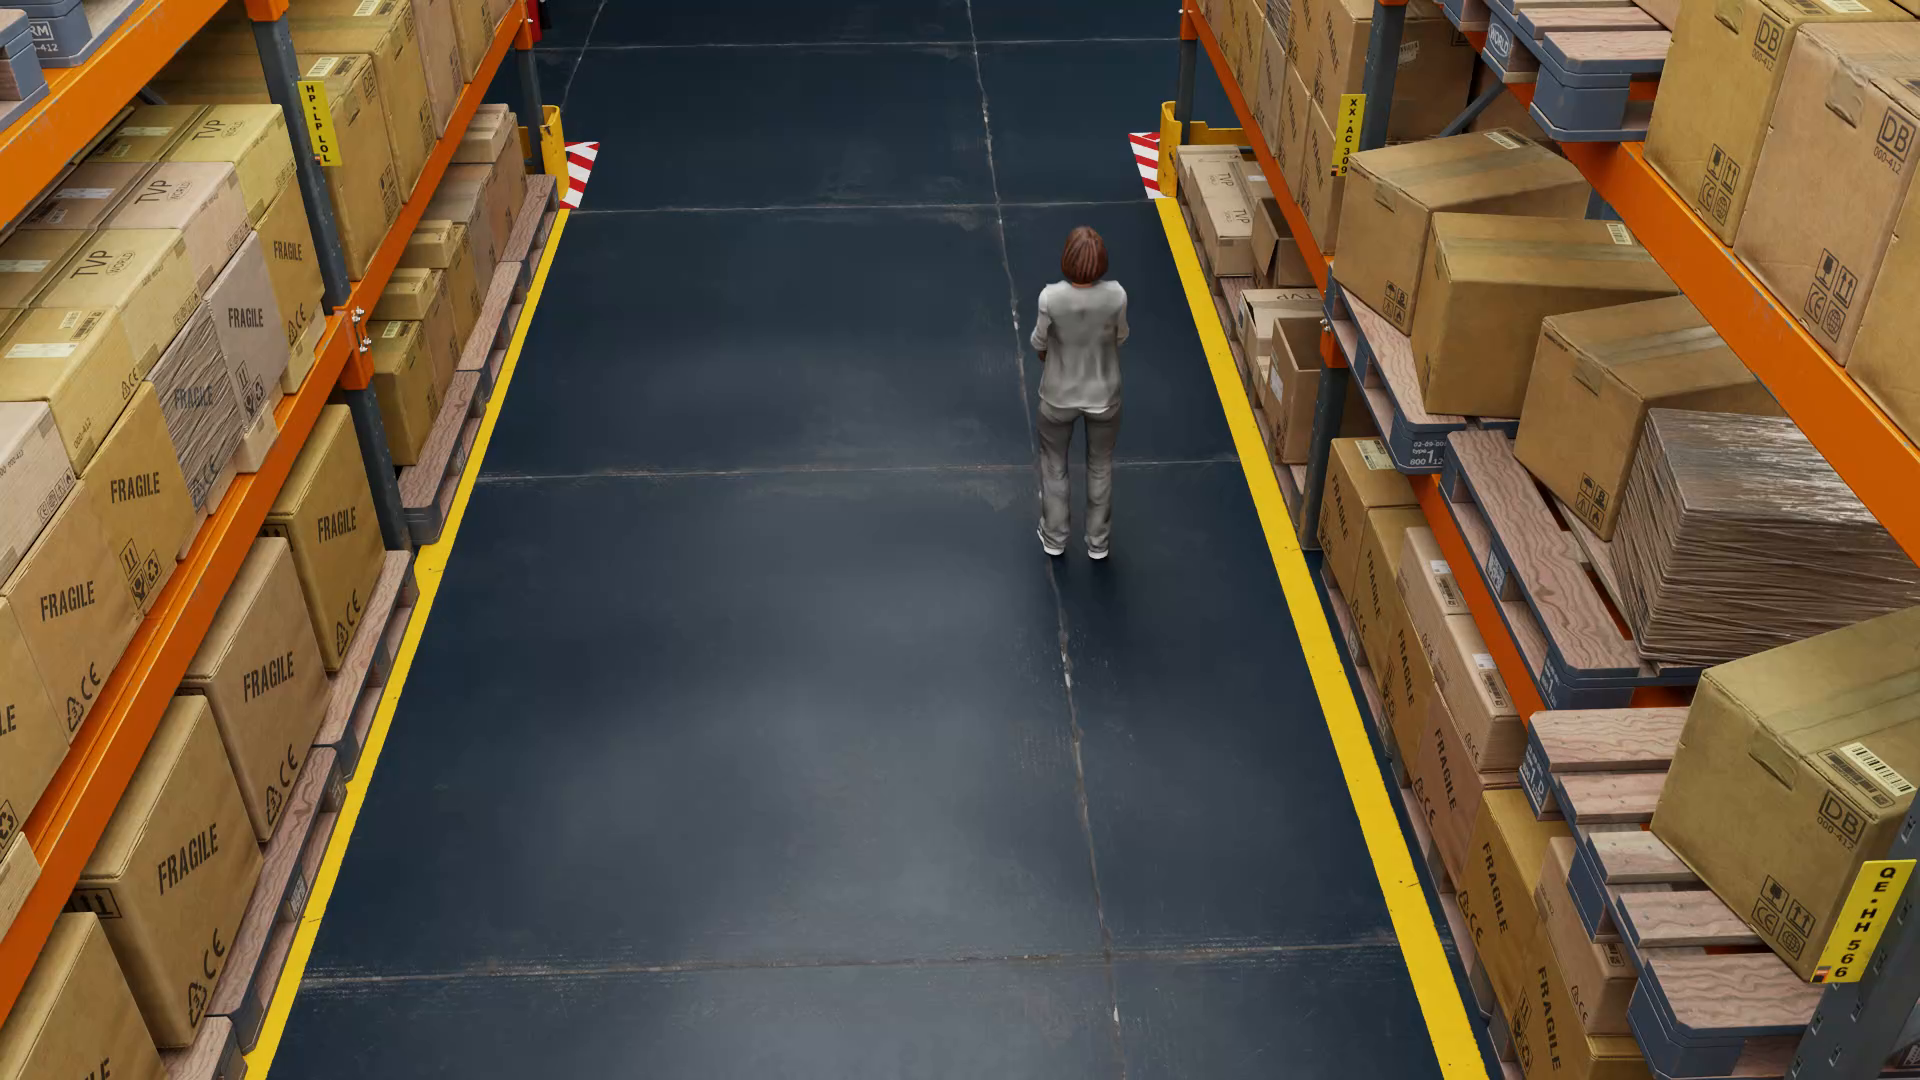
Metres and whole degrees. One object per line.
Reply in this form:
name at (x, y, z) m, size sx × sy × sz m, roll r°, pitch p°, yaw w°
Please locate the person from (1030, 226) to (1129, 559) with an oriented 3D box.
person at (0.497, -0.649, 7.061) m, size 0.408 × 1.589 × 0.493 m, roll -2°, pitch 36°, yaw -2°
